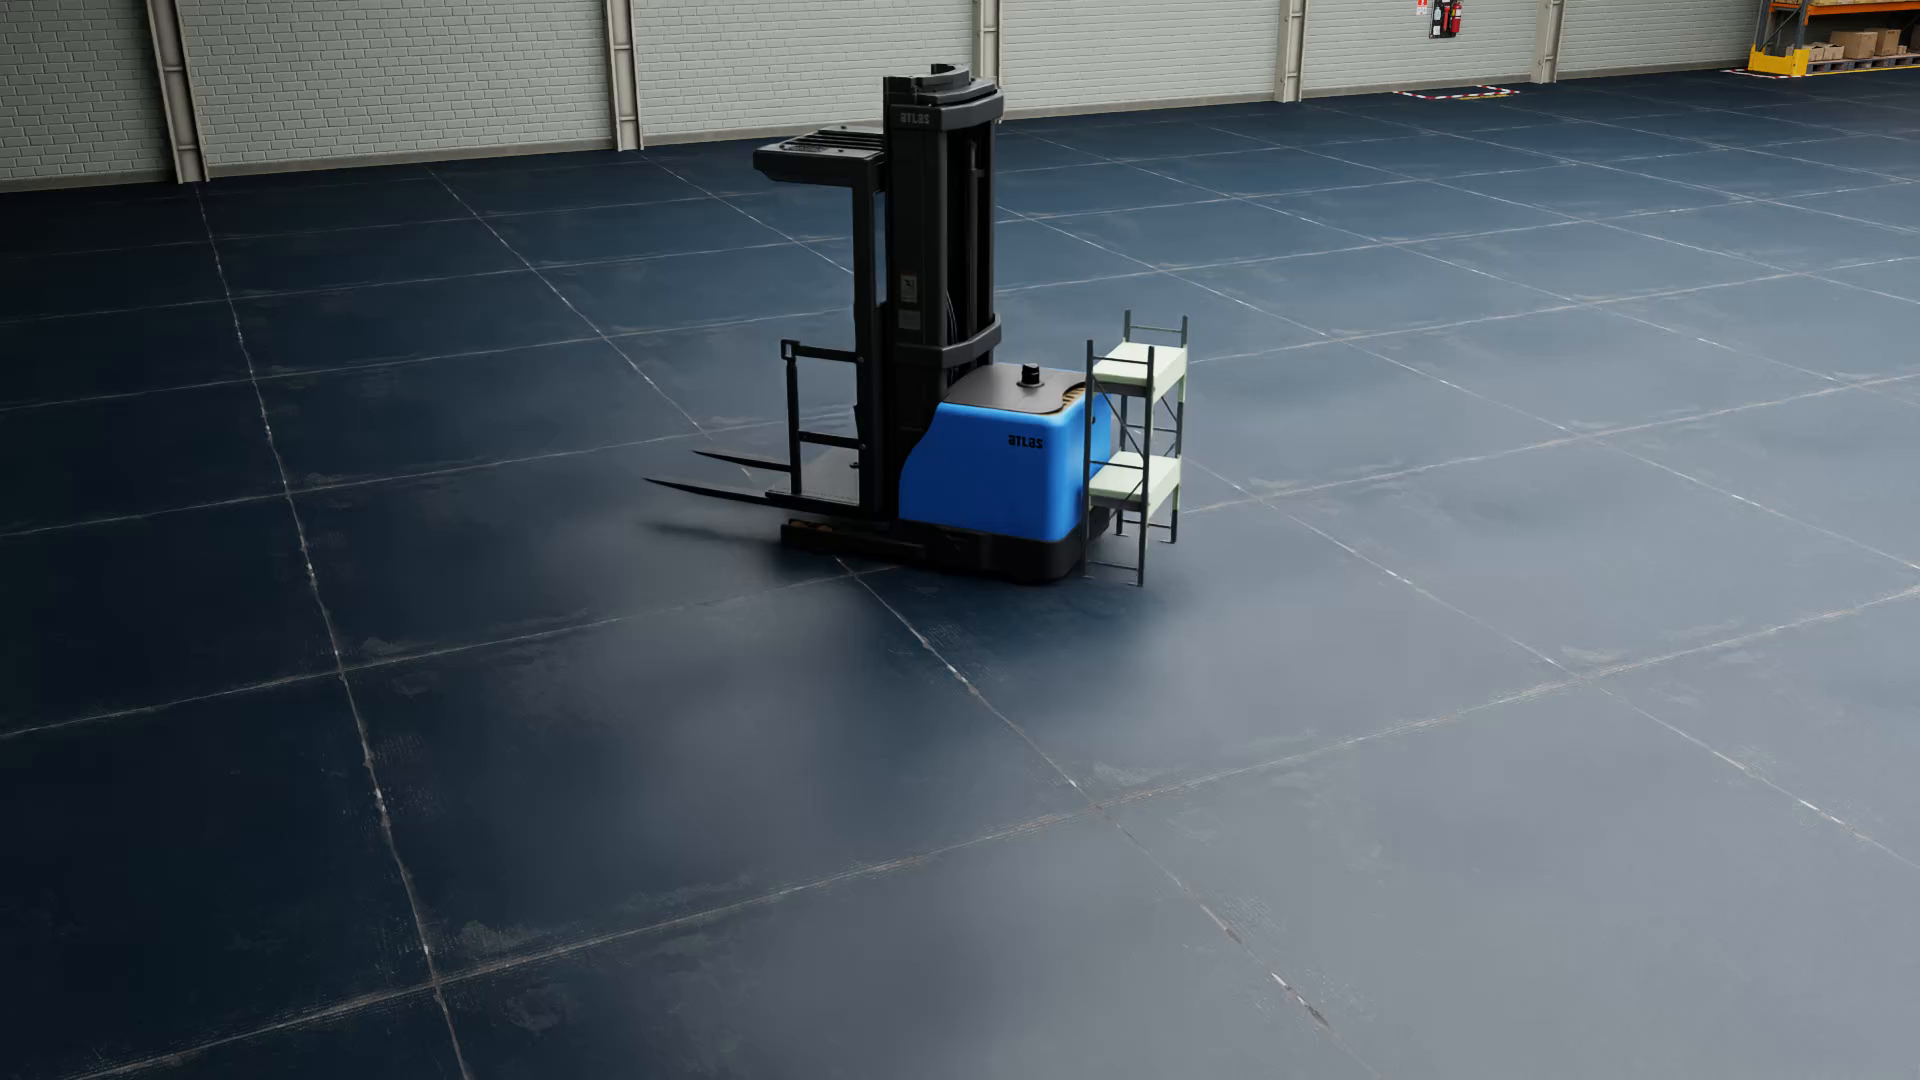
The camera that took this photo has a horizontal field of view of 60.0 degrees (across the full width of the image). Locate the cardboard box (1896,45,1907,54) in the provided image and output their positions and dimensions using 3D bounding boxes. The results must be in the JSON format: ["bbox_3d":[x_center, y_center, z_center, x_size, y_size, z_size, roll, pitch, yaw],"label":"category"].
[{"bbox_3d":[19.537,-10.273,34.774,0.250,0.166,0.380,-14,26,-30],"label":"cardboard box"}]

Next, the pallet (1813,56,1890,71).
[{"bbox_3d":[18.316,-9.862,34.298,1.213,0.211,1.003,-10,25,-24],"label":"pallet"}]

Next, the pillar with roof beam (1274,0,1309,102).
[{"bbox_3d":[7.712,-10.526,24.413,0.400,9.000,9.100,-10,25,-24],"label":"pillar with roof beam"}]

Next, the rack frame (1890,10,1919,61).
[{"bbox_3d":[20.006,-11.477,34.555,0.127,3.000,1.000,-10,25,-24],"label":"rack frame"}]

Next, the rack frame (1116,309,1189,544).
[{"bbox_3d":[1.205,-0.699,10.478,0.400,1.500,0.023,9,24,21],"label":"rack frame"}]

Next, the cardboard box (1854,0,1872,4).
[{"bbox_3d":[17.903,-10.899,33.328,0.500,0.250,0.500,-11,25,-24],"label":"cardboard box"}]

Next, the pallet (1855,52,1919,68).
[{"bbox_3d":[19.416,-10.065,34.790,1.213,0.211,1.003,-10,25,-24],"label":"pallet"}]

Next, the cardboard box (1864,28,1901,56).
[{"bbox_3d":[19.088,-10.340,34.500,0.500,0.500,0.500,-12,26,-28],"label":"cardboard box"}]

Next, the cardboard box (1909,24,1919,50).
[{"bbox_3d":[20.662,-10.654,35.258,0.500,0.500,0.700,-10,24,-22],"label":"cardboard box"}]

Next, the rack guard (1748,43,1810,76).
[{"bbox_3d":[16.470,-9.672,33.461,0.348,0.500,1.175,-10,25,-24],"label":"rack guard"}]

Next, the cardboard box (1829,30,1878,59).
[{"bbox_3d":[18.261,-10.145,34.030,0.500,0.500,0.700,-12,25,-27],"label":"cardboard box"}]

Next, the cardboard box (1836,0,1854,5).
[{"bbox_3d":[17.441,-10.816,33.129,0.500,0.250,0.500,-11,25,-25],"label":"cardboard box"}]

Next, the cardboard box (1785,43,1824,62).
[{"bbox_3d":[17.064,-9.859,33.585,0.500,0.311,0.500,-14,26,-30],"label":"cardboard box"}]

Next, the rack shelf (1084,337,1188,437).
[{"bbox_3d":[1.066,-0.930,10.016,0.431,0.370,0.720,9,24,21],"label":"rack shelf"}]

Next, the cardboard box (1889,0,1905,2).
[{"bbox_3d":[18.812,-11.066,33.731,0.500,0.250,0.500,-11,25,-24],"label":"cardboard box"}]

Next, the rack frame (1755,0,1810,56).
[{"bbox_3d":[16.402,-10.814,32.953,0.127,3.000,1.000,-10,25,-24],"label":"rack frame"}]

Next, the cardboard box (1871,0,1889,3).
[{"bbox_3d":[18.359,-10.982,33.528,0.500,0.250,0.500,-10,25,-23],"label":"cardboard box"}]

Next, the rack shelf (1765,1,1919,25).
[{"bbox_3d":[18.204,-10.813,33.892,4.000,0.370,1.077,-10,25,-24],"label":"rack shelf"}]

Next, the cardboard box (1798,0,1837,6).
[{"bbox_3d":[16.979,-10.725,32.909,0.500,0.250,0.500,-11,25,-25],"label":"cardboard box"}]

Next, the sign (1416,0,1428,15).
[{"bbox_3d":[8.465,-9.796,30.448,0.234,0.329,0.001,-10,25,-24],"label":"sign"}]

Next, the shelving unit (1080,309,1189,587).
[{"bbox_3d":[1.066,-0.570,10.165,0.431,1.500,0.755,9,24,21],"label":"shelving unit"}]

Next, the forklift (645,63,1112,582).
[{"bbox_3d":[-0.595,-1.451,10.424,3.031,2.935,1.130,9,24,21],"label":"forklift"}]

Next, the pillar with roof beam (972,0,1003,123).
[{"bbox_3d":[2.306,-9.531,22.009,0.400,9.000,9.100,-10,25,-24],"label":"pillar with roof beam"}]

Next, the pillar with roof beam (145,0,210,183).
[{"bbox_3d":[-8.507,-7.540,17.200,0.400,9.000,9.100,-10,25,-24],"label":"pillar with roof beam"}]

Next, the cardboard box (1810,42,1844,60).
[{"bbox_3d":[17.578,-9.953,33.813,0.500,0.311,0.500,-8,24,-19],"label":"cardboard box"}]

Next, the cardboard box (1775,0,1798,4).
[{"bbox_3d":[16.739,-10.898,33.326,0.500,0.250,0.500,-10,25,-23],"label":"cardboard box"}]

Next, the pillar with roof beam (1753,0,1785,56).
[{"bbox_3d":[18.525,-12.516,29.222,0.400,9.000,9.100,-10,25,-24],"label":"pillar with roof beam"}]

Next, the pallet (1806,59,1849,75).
[{"bbox_3d":[17.218,-9.661,33.812,1.213,0.211,1.003,-10,25,-24],"label":"pallet"}]

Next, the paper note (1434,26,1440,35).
[{"bbox_3d":[8.818,-9.424,30.745,0.142,0.148,0.016,-10,25,-24],"label":"paper note"}]

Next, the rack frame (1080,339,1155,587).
[{"bbox_3d":[0.926,-0.440,9.853,0.400,1.500,0.023,9,24,21],"label":"rack frame"}]

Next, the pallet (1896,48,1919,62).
[{"bbox_3d":[20.707,-10.319,35.402,1.213,0.211,1.003,-10,25,-24],"label":"pallet"}]

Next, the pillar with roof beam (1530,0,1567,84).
[{"bbox_3d":[13.118,-11.521,26.817,0.400,9.000,9.100,-10,25,-24],"label":"pillar with roof beam"}]

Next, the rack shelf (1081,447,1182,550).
[{"bbox_3d":[1.066,-0.268,10.290,0.431,0.370,0.720,9,24,21],"label":"rack shelf"}]

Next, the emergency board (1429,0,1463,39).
[{"bbox_3d":[9.008,-9.836,30.590,0.643,1.169,0.194,-10,25,-24],"label":"emergency board"}]

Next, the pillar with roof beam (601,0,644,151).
[{"bbox_3d":[-3.101,-8.535,19.604,0.400,9.000,9.100,-10,25,-24],"label":"pillar with roof beam"}]
